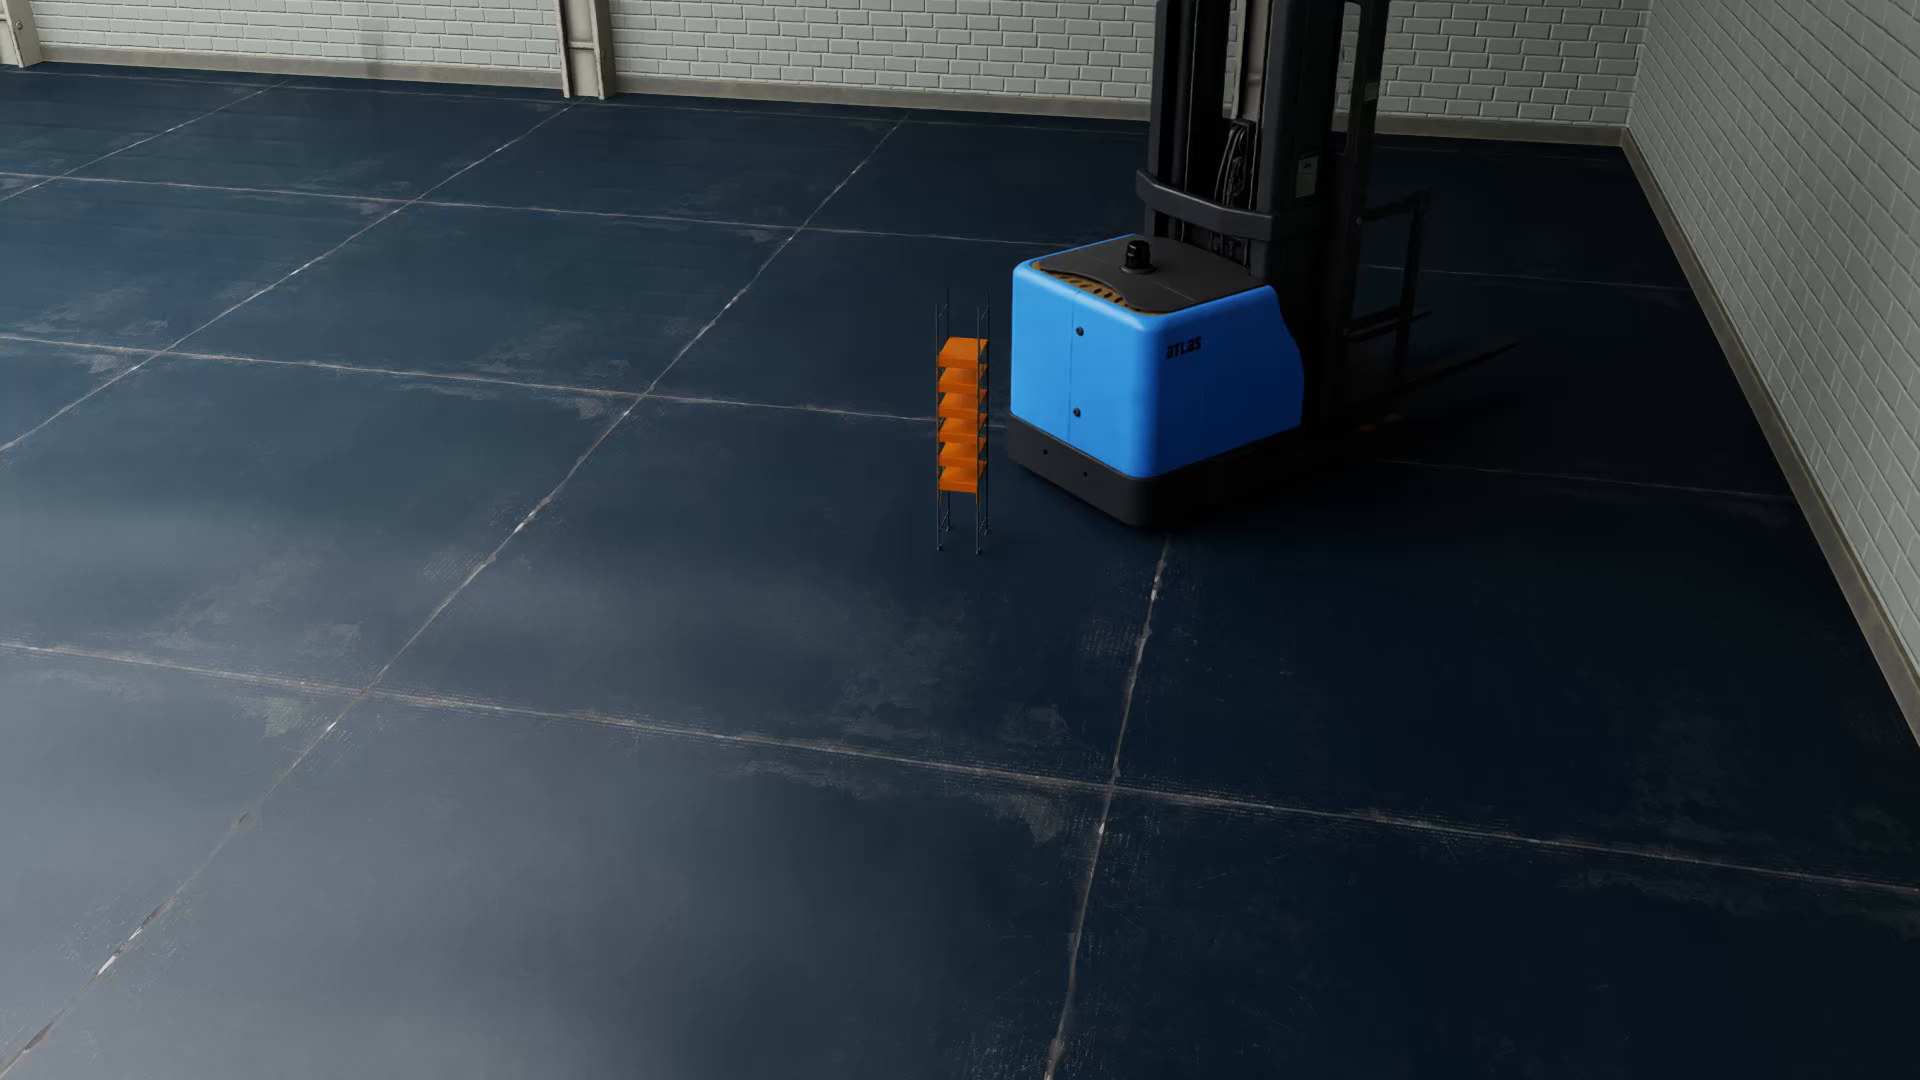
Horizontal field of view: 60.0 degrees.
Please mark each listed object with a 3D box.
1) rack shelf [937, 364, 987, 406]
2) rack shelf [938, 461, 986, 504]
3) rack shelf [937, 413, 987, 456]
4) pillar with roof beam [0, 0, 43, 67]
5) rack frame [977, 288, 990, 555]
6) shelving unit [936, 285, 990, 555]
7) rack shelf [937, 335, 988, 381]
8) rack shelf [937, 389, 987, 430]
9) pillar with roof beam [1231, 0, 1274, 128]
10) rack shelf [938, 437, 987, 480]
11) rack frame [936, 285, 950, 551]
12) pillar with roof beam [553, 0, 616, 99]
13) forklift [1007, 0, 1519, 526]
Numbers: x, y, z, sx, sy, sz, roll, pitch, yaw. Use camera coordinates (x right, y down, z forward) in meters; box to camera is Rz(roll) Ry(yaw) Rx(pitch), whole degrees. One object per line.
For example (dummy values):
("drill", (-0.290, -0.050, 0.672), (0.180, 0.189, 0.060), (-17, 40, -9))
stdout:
("rack shelf", (0.014, -0.696, 7.365), (0.180, 0.103, 0.258), (6, 29, 11))
("rack shelf", (0.014, -0.275, 7.596), (0.180, 0.103, 0.258), (6, 29, 11))
("rack shelf", (0.014, -0.486, 7.481), (0.180, 0.103, 0.258), (6, 29, 11))
("pillar with roof beam", (-10.137, -6.599, 10.433), (0.400, 9.000, 9.100), (6, 29, 11))
("rack frame", (0.104, -0.516, 7.442), (0.006, 1.200, 0.240), (6, 29, 11))
("shelving unit", (0.014, -0.525, 7.459), (0.189, 1.200, 0.258), (6, 29, 11))
("rack shelf", (0.014, -0.802, 7.308), (0.180, 0.103, 0.258), (6, 29, 11))
("rack shelf", (0.014, -0.591, 7.423), (0.180, 0.103, 0.258), (6, 29, 11))
("pillar with roof beam", (1.599, -5.396, 8.235), (0.400, 9.000, 9.100), (6, 29, 11))
("rack shelf", (0.014, -0.381, 7.538), (0.180, 0.103, 0.258), (6, 29, 11))
("rack frame", (-0.075, -0.534, 7.476), (0.006, 1.200, 0.240), (6, 29, 11))
("pillar with roof beam", (-4.269, -5.998, 9.334), (0.400, 9.000, 9.100), (6, 29, 11))
("forklift", (1.723, -1.901, 8.171), (3.031, 2.935, 1.130), (-20, 34, -32))
